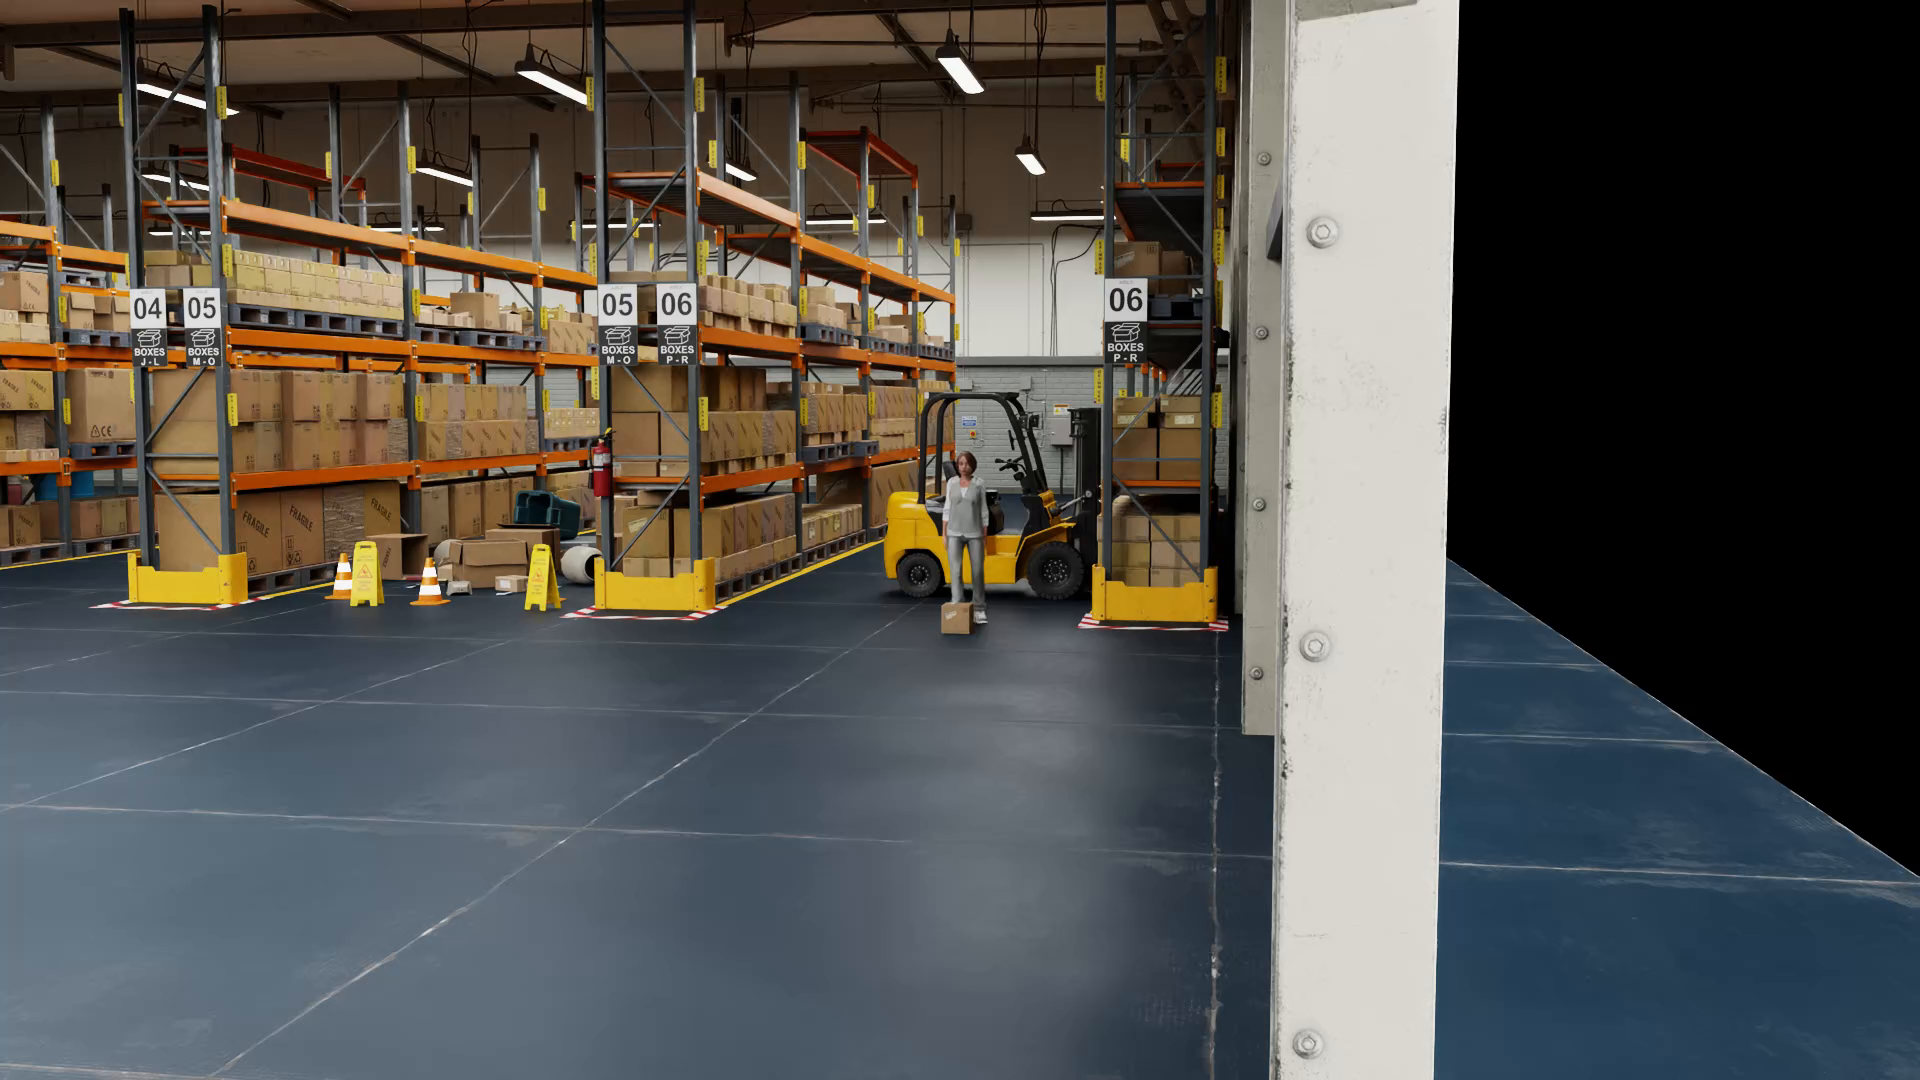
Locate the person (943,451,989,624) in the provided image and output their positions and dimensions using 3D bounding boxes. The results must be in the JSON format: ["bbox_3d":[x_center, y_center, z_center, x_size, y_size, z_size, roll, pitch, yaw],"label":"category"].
[{"bbox_3d":[0.048,-0.010,15.244,0.427,1.617,0.568,1,5,9],"label":"person"}]
